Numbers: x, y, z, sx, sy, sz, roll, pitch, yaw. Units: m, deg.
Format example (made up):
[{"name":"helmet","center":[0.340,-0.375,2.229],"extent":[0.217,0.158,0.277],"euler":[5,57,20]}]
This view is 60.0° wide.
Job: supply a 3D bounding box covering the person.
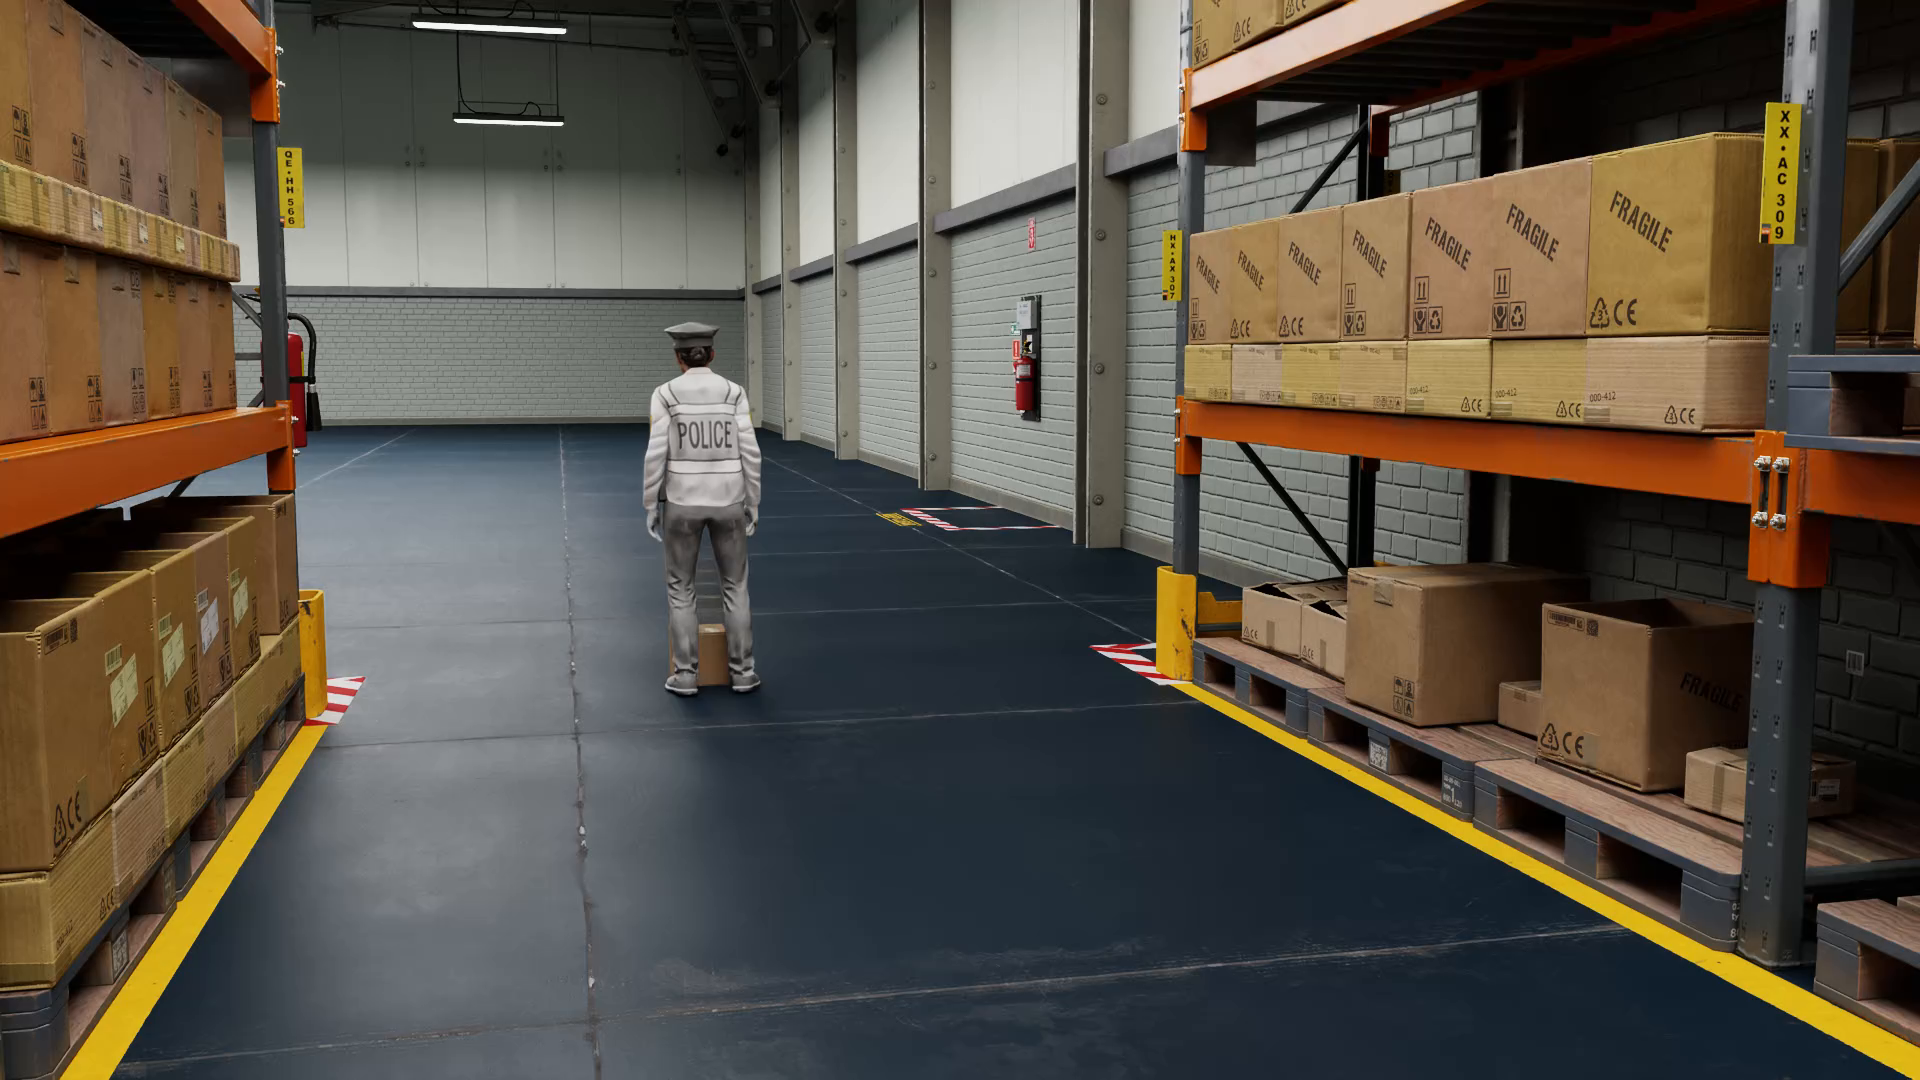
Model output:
[{"name":"person","center":[-1.152,-0.139,7.440],"extent":[0.528,1.662,0.375],"euler":[-2,6,-16]}]
